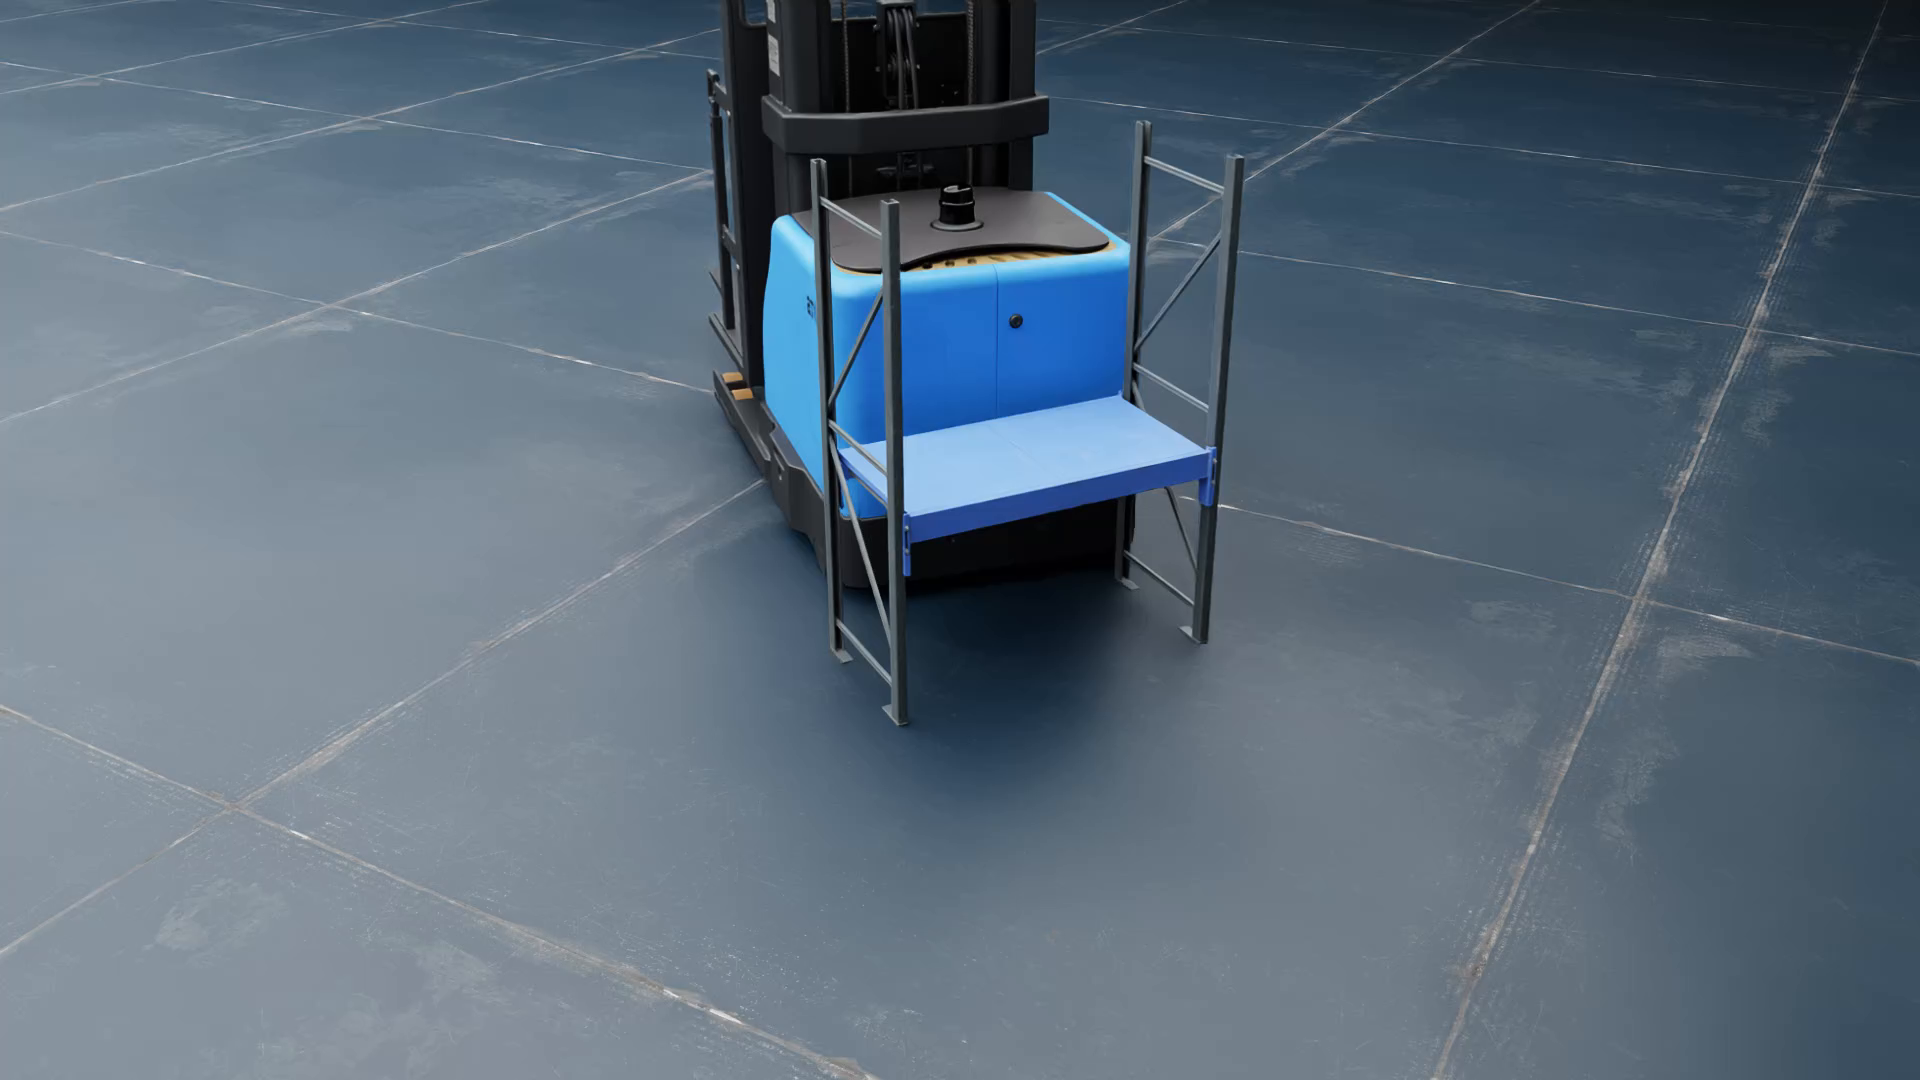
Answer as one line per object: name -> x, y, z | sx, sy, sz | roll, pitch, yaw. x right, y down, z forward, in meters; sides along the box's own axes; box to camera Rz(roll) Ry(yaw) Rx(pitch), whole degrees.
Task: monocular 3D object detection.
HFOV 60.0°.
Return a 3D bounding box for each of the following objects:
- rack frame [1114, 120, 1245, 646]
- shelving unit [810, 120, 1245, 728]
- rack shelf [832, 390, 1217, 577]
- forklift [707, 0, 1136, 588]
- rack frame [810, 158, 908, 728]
rack frame -> 0.636, -0.449, 4.971 | 0.032, 1.500, 0.500 | -13, 29, -24
shelving unit -> 0.182, -0.346, 4.767 | 1.048, 1.500, 0.538 | -13, 29, -24
rack shelf -> 0.182, -0.186, 4.847 | 1.000, 0.185, 0.538 | -13, 29, -24
forklift -> -0.367, -1.797, 6.066 | 1.130, 2.935, 3.031 | -9, 28, -17
rack frame -> -0.272, -0.244, 4.562 | 0.032, 1.500, 0.500 | -13, 29, -24
